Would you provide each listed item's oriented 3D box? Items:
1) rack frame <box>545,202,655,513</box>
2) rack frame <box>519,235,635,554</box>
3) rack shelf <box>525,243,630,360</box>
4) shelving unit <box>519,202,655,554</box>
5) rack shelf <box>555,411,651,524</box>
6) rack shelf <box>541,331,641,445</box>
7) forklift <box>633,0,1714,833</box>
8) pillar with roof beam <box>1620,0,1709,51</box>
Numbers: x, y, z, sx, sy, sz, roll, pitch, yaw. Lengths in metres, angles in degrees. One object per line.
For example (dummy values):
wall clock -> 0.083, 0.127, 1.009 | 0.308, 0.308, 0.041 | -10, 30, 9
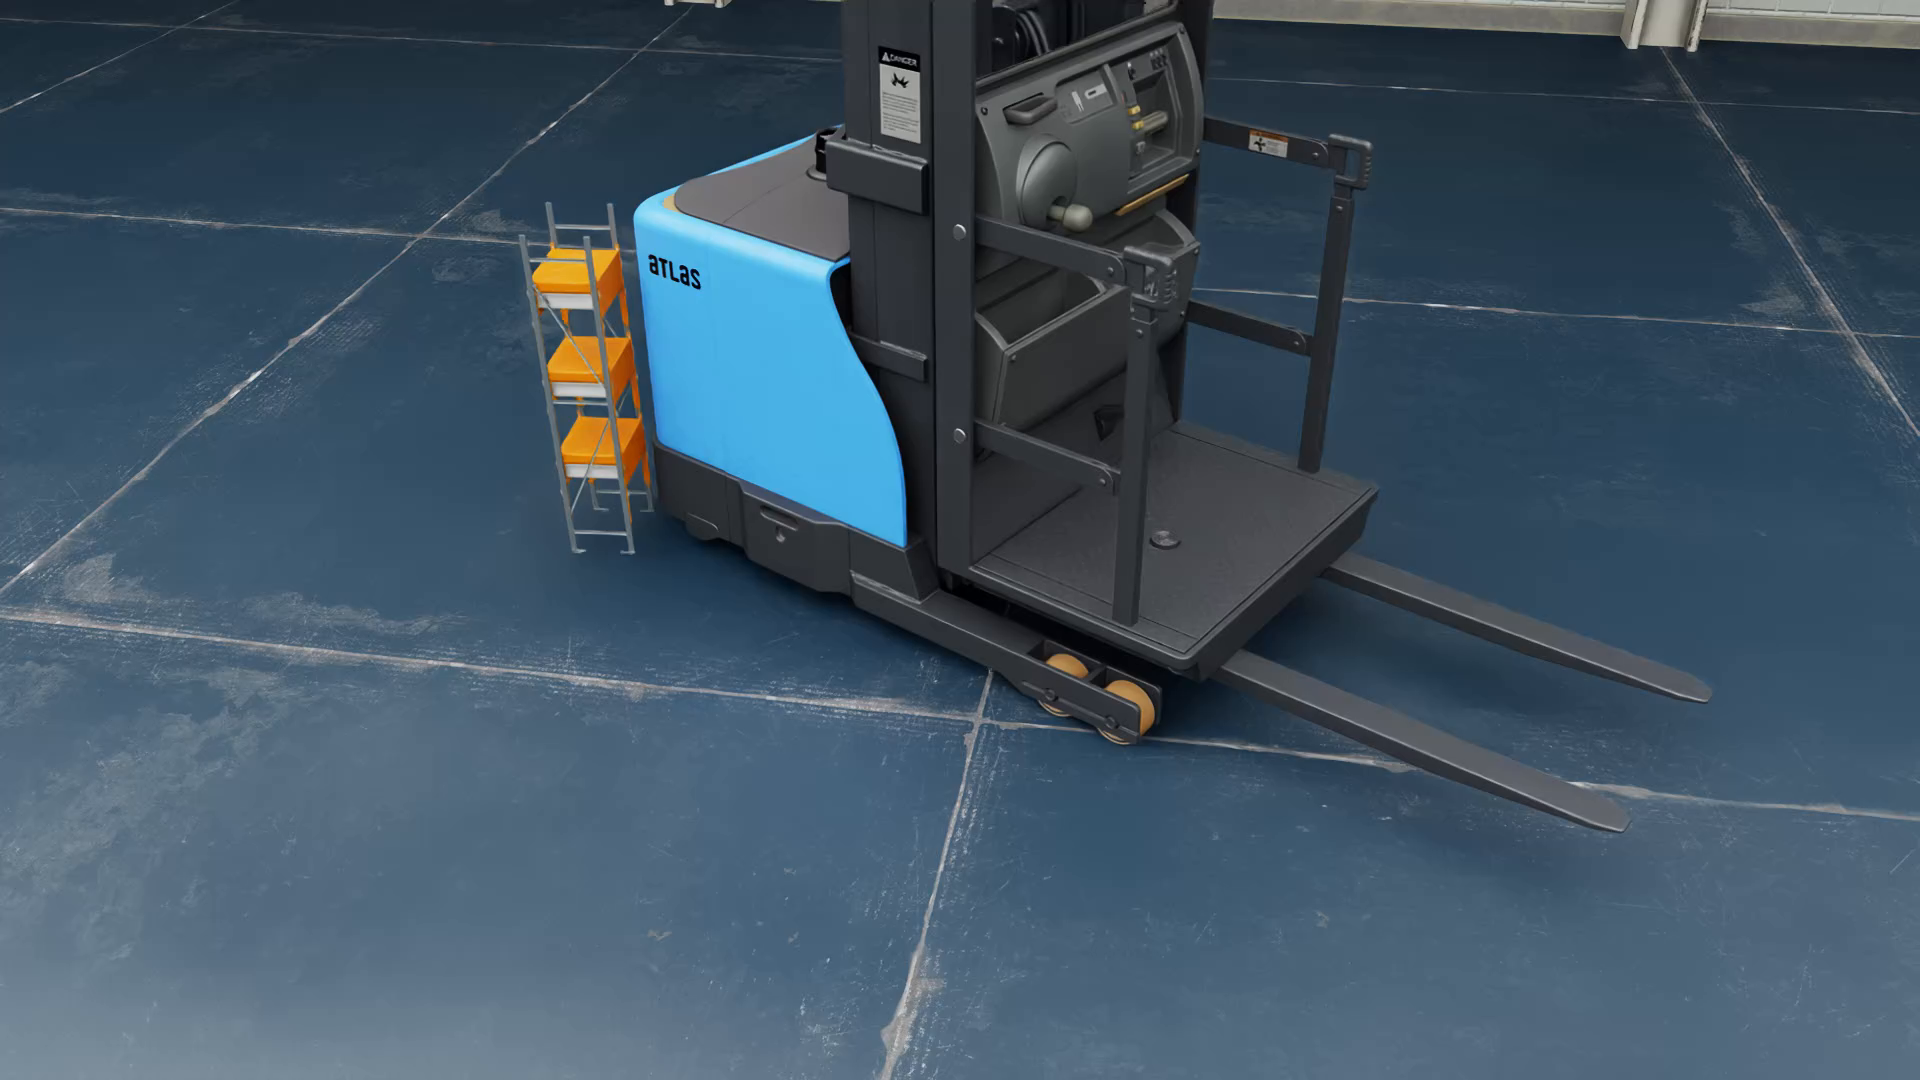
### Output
rack frame -> -1.096, -0.535, 5.105 | 0.200, 1.050, 0.008 | 2, 33, 5
rack frame -> -1.119, -0.403, 4.901 | 0.200, 1.050, 0.008 | 2, 33, 5
rack shelf -> -1.112, -0.698, 4.855 | 0.215, 0.259, 0.240 | 2, 33, 5
shelving unit -> -1.108, -0.469, 5.003 | 0.215, 1.050, 0.252 | 2, 33, 5
rack shelf -> -1.103, -0.226, 5.159 | 0.215, 0.259, 0.240 | 2, 33, 5
rack shelf -> -1.108, -0.460, 5.009 | 0.215, 0.259, 0.240 | 2, 33, 5
forklift -> 0.514, -1.023, 4.122 | 3.031, 2.935, 1.130 | 22, 38, 31
pillar with roof beam -> 3.491, -4.568, 4.066 | 0.400, 9.000, 9.100 | 5, 32, 8
